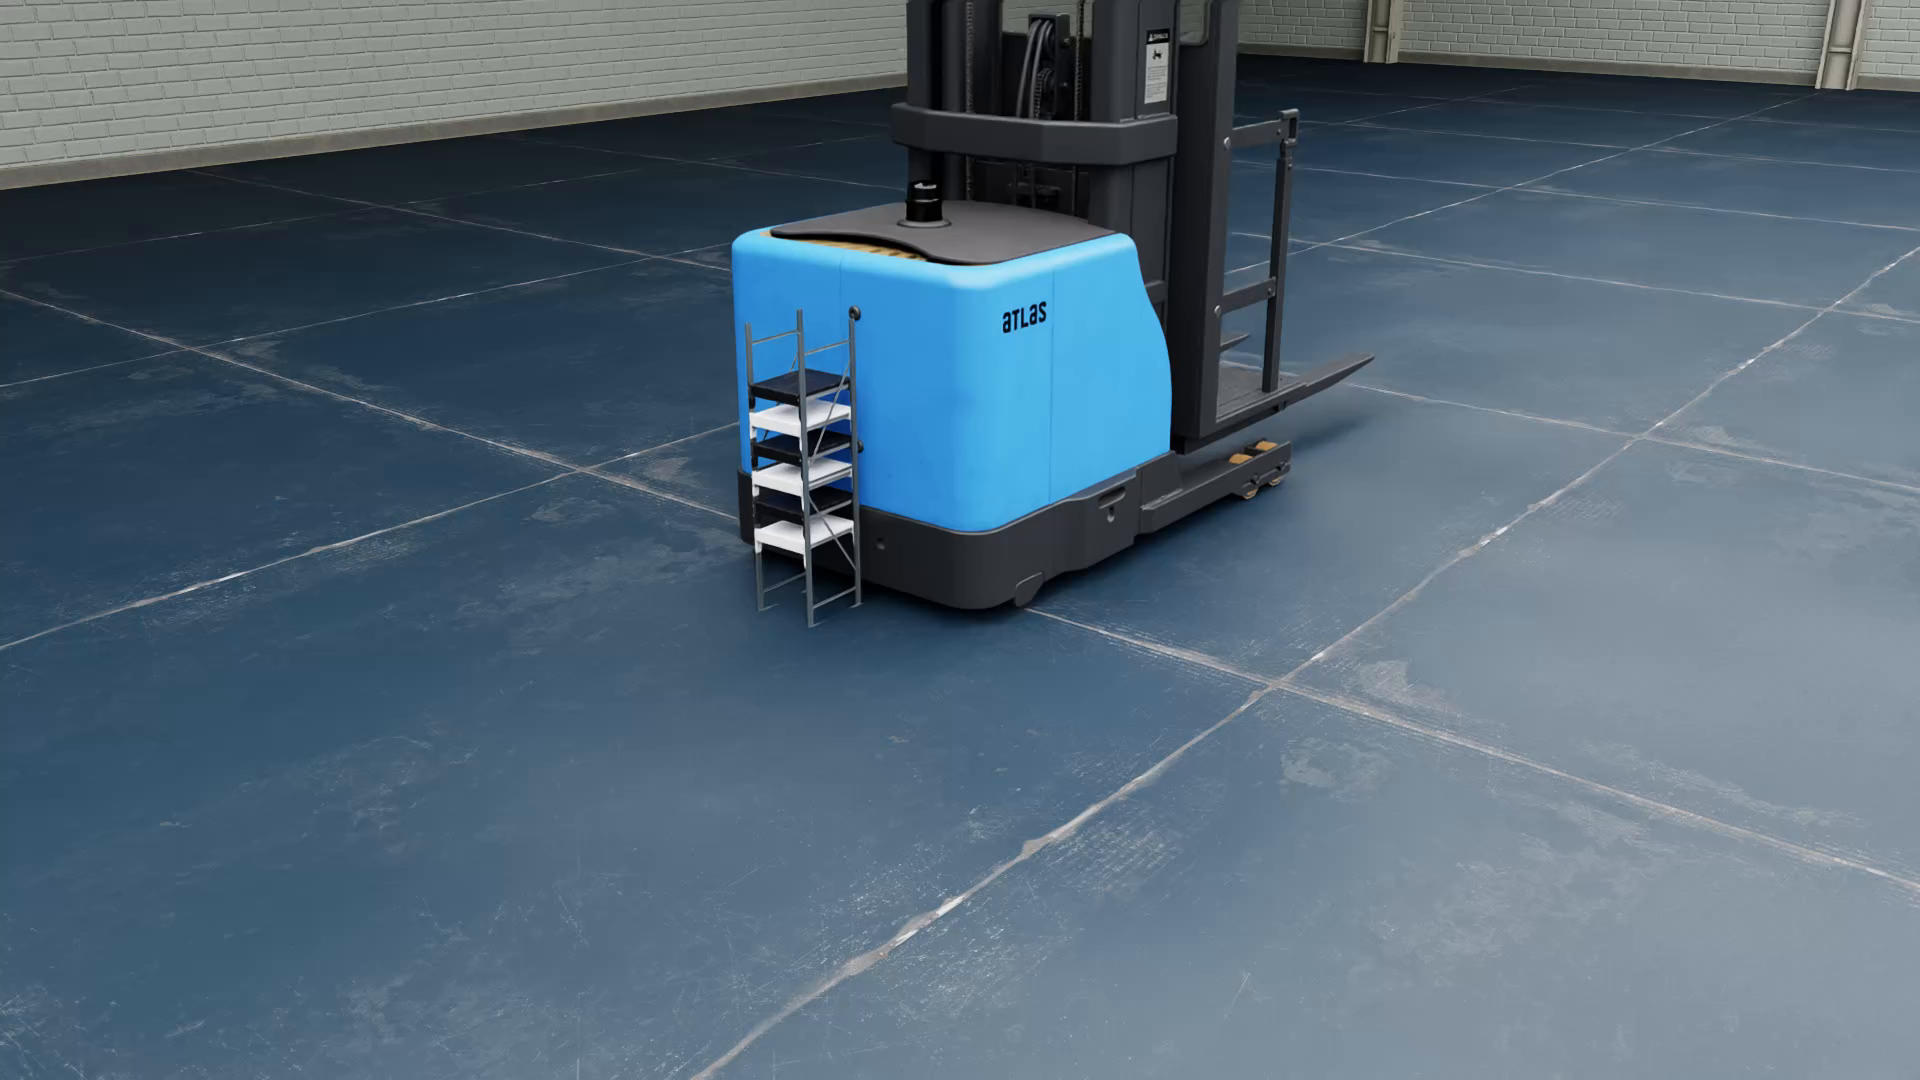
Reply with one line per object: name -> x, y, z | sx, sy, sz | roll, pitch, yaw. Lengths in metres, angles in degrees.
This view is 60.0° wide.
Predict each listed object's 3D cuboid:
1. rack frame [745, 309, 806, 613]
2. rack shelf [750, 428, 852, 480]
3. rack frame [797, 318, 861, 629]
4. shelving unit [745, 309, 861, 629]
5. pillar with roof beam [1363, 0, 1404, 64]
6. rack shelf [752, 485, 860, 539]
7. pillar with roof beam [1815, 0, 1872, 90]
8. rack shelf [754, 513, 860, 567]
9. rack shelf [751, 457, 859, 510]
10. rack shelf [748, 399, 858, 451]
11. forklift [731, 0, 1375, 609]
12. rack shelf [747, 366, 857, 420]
rack frame -> -0.542, -0.232, 5.009 | 0.006, 0.900, 0.240 | 15, 25, 34
rack shelf -> -0.461, -0.264, 4.932 | 0.200, 0.077, 0.258 | 15, 25, 34
rack frame -> -0.380, -0.189, 4.894 | 0.006, 0.900, 0.240 | 15, 25, 34
shelving unit -> -0.461, -0.211, 4.952 | 0.210, 0.900, 0.258 | 15, 25, 34
pillar with roof beam -> 3.308, -9.884, 19.124 | 0.400, 9.000, 9.100 | 16, 26, 36
rack shelf -> -0.461, -0.095, 4.995 | 0.200, 0.077, 0.258 | 15, 25, 34
pillar with roof beam -> 7.956, -8.545, 15.574 | 0.400, 9.000, 9.100 | 16, 26, 36
rack shelf -> -0.461, -0.011, 5.027 | 0.200, 0.077, 0.258 | 15, 25, 34
rack shelf -> -0.461, -0.180, 4.963 | 0.200, 0.077, 0.258 | 15, 25, 34
rack shelf -> -0.461, -0.348, 4.900 | 0.200, 0.077, 0.258 | 15, 25, 34
forklift -> 0.584, -1.616, 5.799 | 1.130, 2.935, 3.031 | 16, 26, 36
rack shelf -> -0.461, -0.432, 4.868 | 0.200, 0.077, 0.258 | 15, 25, 34
